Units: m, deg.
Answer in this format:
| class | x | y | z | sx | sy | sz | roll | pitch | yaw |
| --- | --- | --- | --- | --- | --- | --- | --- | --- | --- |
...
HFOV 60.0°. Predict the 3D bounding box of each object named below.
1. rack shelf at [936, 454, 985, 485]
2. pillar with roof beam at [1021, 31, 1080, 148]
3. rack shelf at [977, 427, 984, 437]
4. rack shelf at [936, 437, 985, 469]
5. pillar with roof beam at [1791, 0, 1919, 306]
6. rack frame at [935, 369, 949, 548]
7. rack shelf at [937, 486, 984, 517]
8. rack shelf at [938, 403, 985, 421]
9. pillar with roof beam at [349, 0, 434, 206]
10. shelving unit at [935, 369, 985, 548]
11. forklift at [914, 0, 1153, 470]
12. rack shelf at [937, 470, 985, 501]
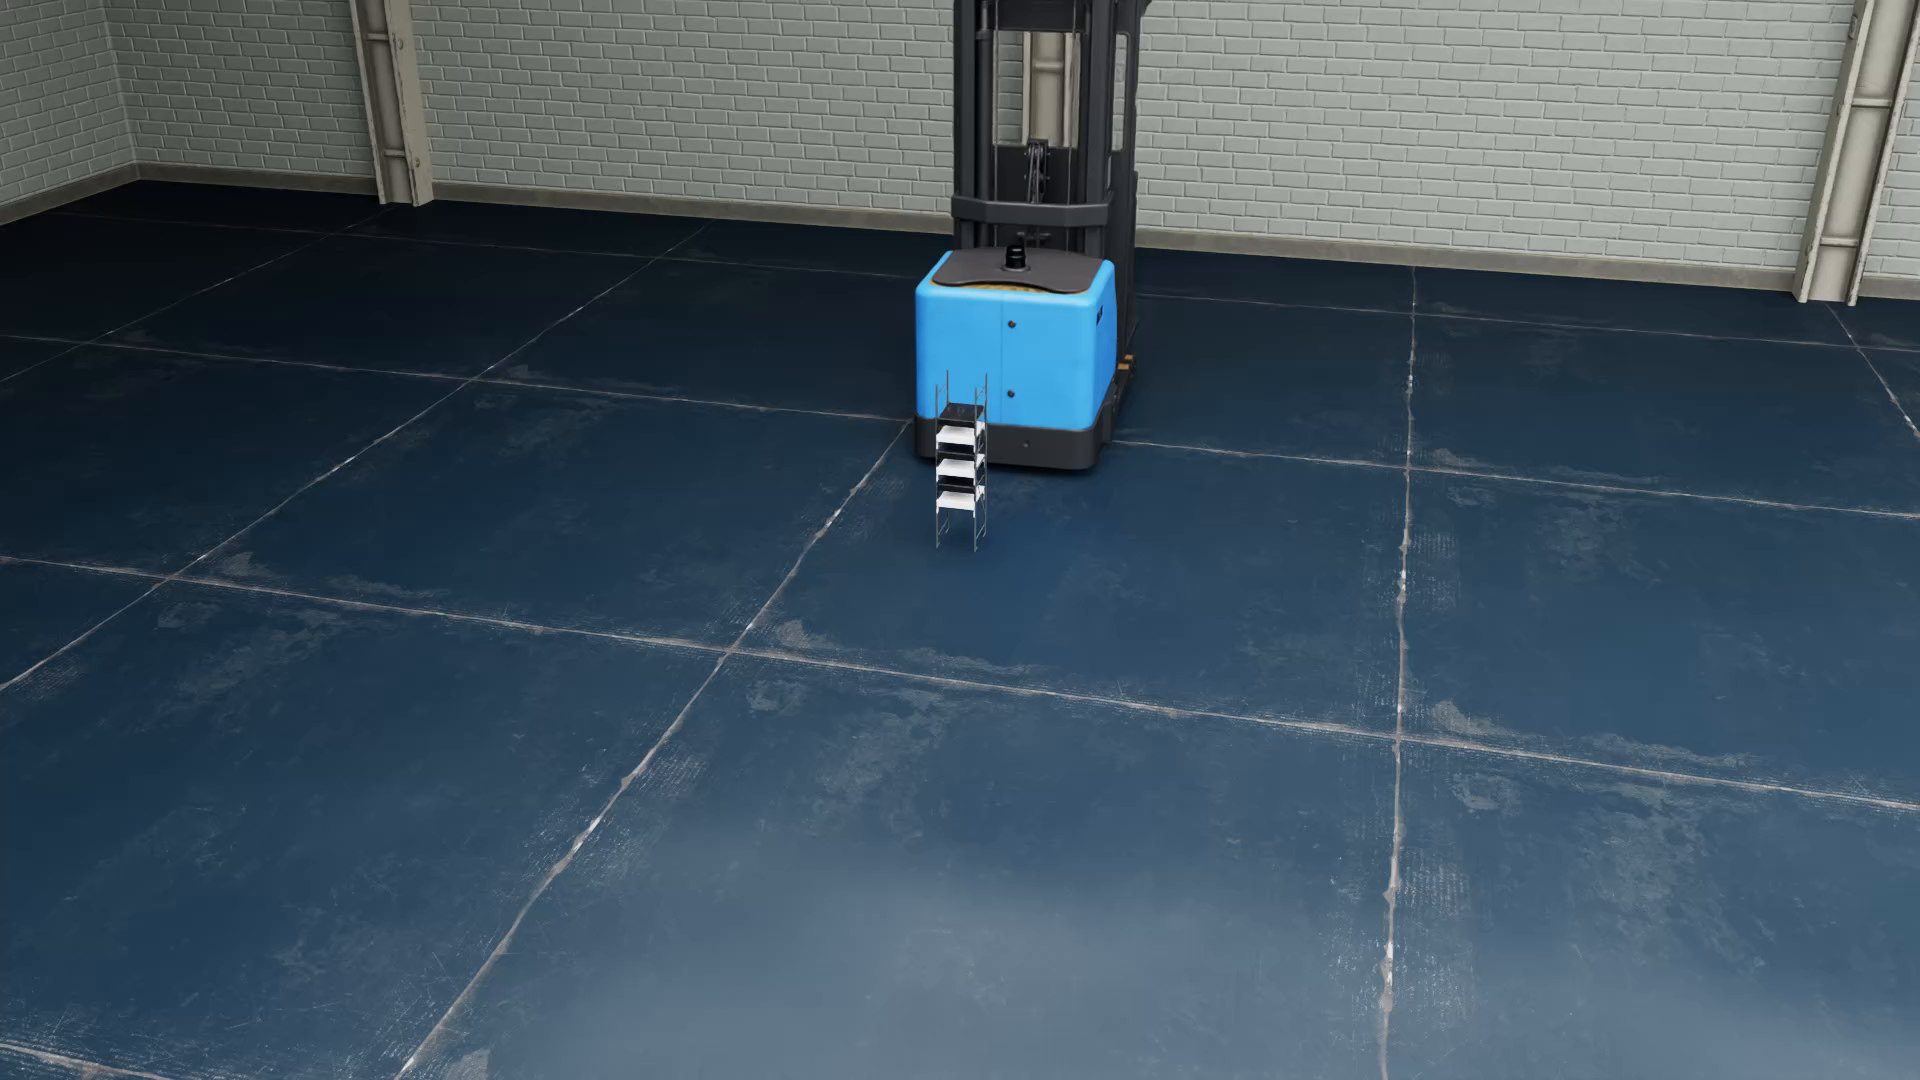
| class | x | y | z | sx | sy | sz | roll | pitch | yaw |
| --- | --- | --- | --- | --- | --- | --- | --- | --- | --- |
| rack shelf | 0.008 | -0.375 | 8.569 | 0.200 | 0.077 | 0.258 | 6 | 26 | 13 |
| pillar with roof beam | -0.344 | -4.748 | 8.253 | 0.400 | 9.000 | 9.100 | 6 | 26 | 13 |
| rack shelf | 0.008 | -0.551 | 8.485 | 0.184 | 0.015 | 0.199 | 6 | 26 | 13 |
| rack shelf | 0.008 | -0.457 | 8.530 | 0.200 | 0.077 | 0.258 | 6 | 26 | 13 |
| pillar with roof beam | 5.467 | -4.105 | 6.904 | 0.400 | 9.000 | 9.100 | 6 | 26 | 13 |
| rack frame | -0.091 | -0.416 | 8.578 | 0.006 | 0.900 | 0.240 | 6 | 26 | 13 |
| rack shelf | 0.008 | -0.213 | 8.646 | 0.200 | 0.077 | 0.258 | 6 | 26 | 13 |
| rack shelf | 0.008 | -0.638 | 8.444 | 0.190 | 0.026 | 0.221 | 6 | 26 | 13 |
| pillar with roof beam | -6.155 | -5.390 | 9.603 | 0.400 | 9.000 | 9.100 | 6 | 26 | 13 |
| shelving unit | 0.006 | -0.406 | 8.555 | 0.205 | 0.900 | 0.258 | 6 | 26 | 13 |
| forklift | 0.555 | -2.301 | 10.247 | 1.129 | 2.867 | 3.031 | 5 | 26 | 11 |
| rack shelf | 0.008 | -0.294 | 8.608 | 0.200 | 0.077 | 0.258 | 6 | 26 | 13 |
